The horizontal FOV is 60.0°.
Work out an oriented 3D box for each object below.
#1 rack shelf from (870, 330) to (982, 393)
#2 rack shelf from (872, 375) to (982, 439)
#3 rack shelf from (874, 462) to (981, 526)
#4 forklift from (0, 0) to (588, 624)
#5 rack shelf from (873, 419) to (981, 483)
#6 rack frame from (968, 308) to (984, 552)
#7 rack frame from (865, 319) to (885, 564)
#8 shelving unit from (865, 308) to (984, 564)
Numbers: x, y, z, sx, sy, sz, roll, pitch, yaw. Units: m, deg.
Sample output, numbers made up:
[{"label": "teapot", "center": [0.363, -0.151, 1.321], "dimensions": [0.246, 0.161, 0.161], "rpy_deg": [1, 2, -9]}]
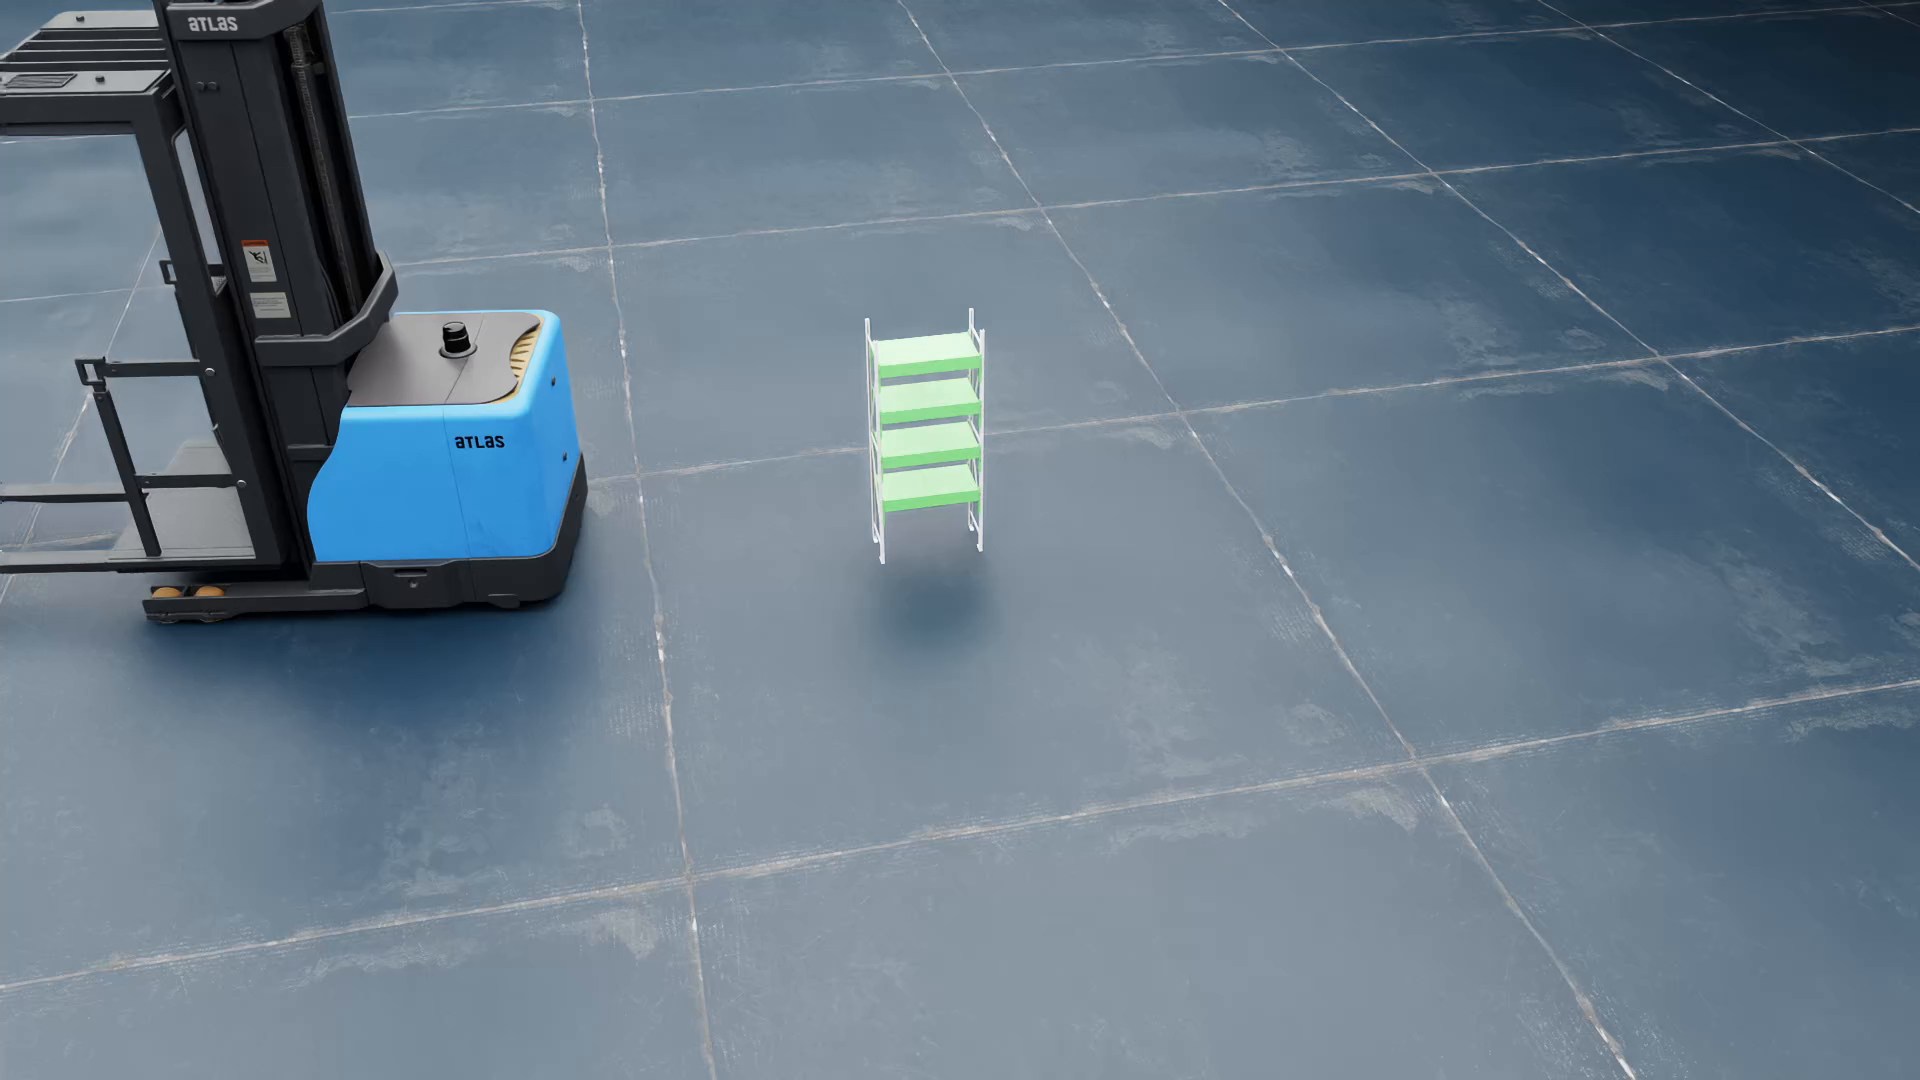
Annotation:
[{"label": "rack shelf", "center": [-0.161, -0.823, 7.653], "dimensions": [0.480, 0.148, 0.258], "rpy_deg": [-7, 35, -11]}, {"label": "rack shelf", "center": [-0.161, -0.624, 7.787], "dimensions": [0.480, 0.148, 0.258], "rpy_deg": [-7, 35, -11]}, {"label": "rack shelf", "center": [-0.161, -0.226, 8.055], "dimensions": [0.480, 0.148, 0.258], "rpy_deg": [-7, 35, -11]}, {"label": "forklift", "center": [-3.394, -1.134, 7.309], "dimensions": [3.031, 2.935, 1.130], "rpy_deg": [-1, 34, -2]}, {"label": "rack shelf", "center": [-0.161, -0.425, 7.921], "dimensions": [0.480, 0.148, 0.258], "rpy_deg": [-7, 35, -11]}, {"label": "rack frame", "center": [0.077, -0.508, 7.930], "dimensions": [0.015, 1.200, 0.240], "rpy_deg": [-7, 35, -11]}, {"label": "rack frame", "center": [-0.399, -0.448, 7.841], "dimensions": [0.015, 1.200, 0.240], "rpy_deg": [-7, 35, -11]}, {"label": "shelving unit", "center": [-0.161, -0.478, 7.885], "dimensions": [0.503, 1.200, 0.258], "rpy_deg": [-7, 35, -11]}]
